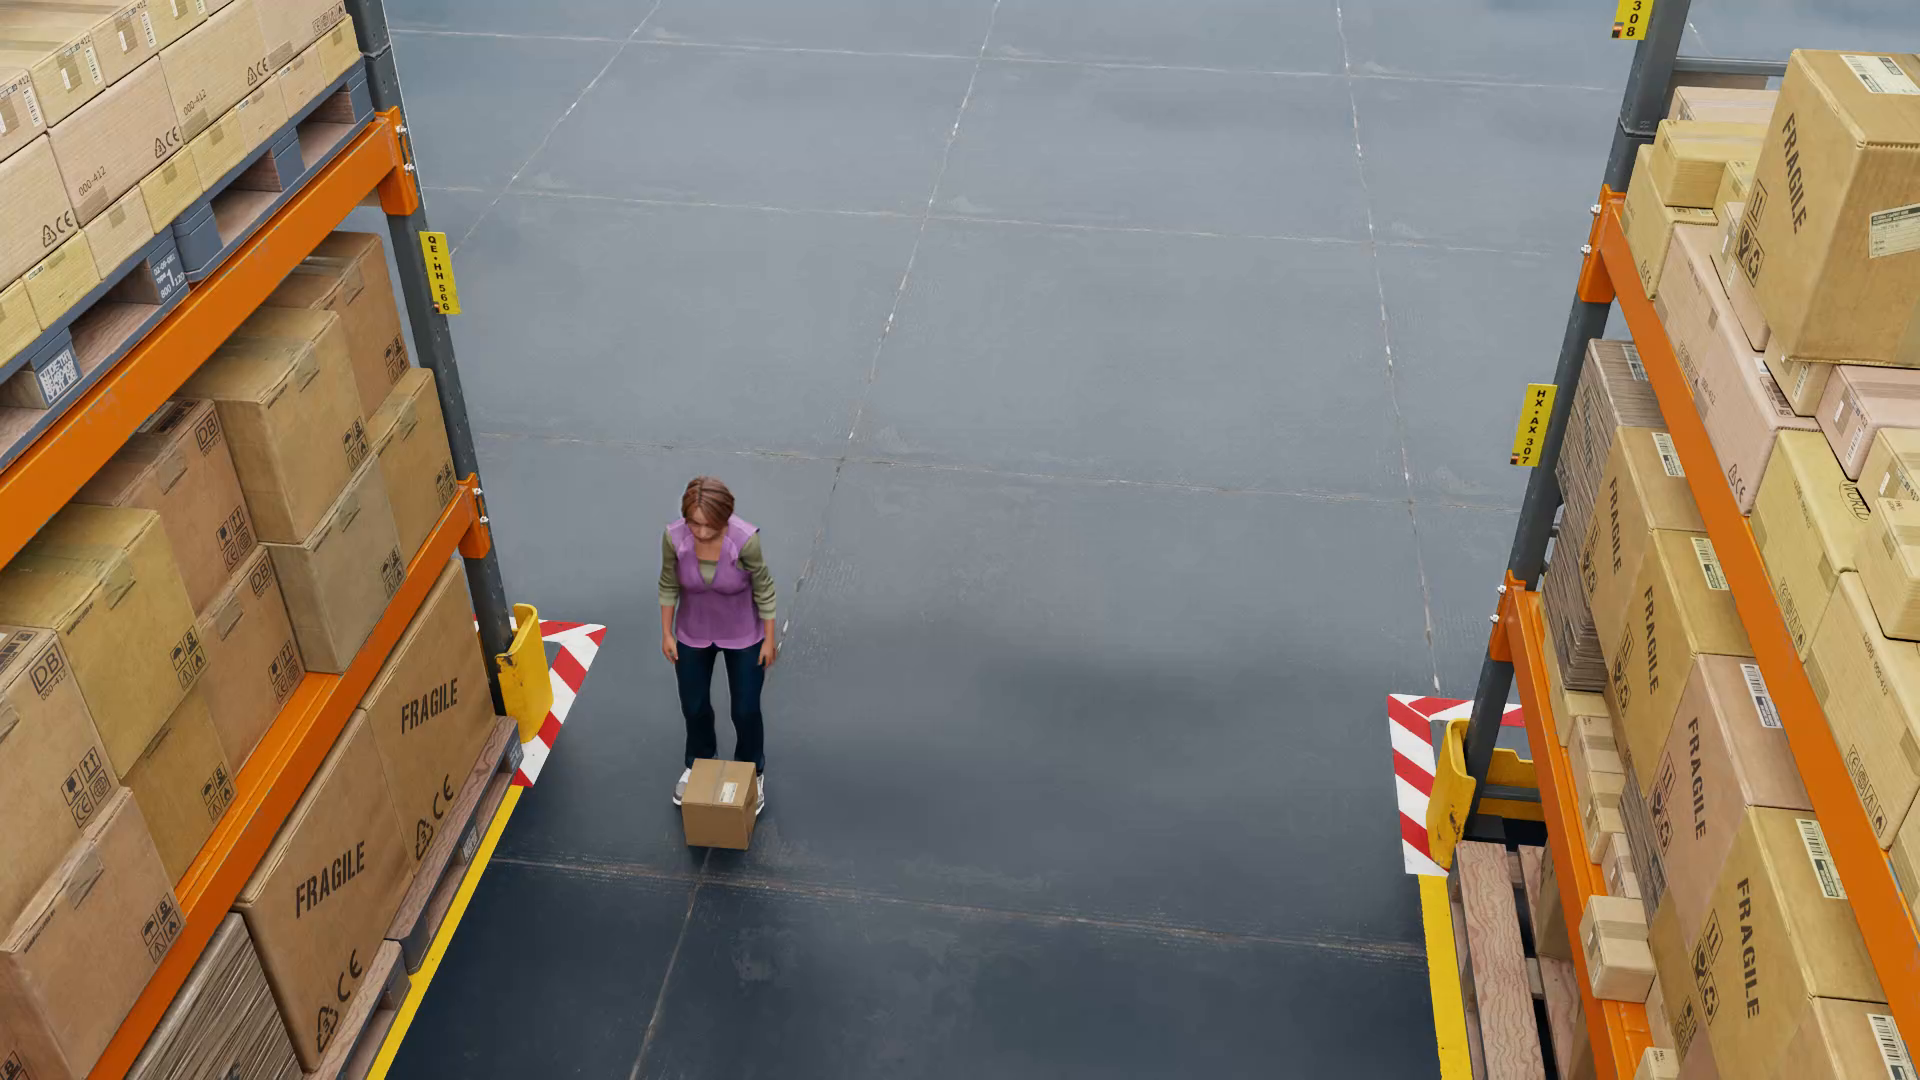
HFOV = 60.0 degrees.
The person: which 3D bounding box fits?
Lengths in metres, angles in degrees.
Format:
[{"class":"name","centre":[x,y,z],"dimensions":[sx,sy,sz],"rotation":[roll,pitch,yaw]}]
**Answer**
[{"class":"person","centre":[-0.947,0.399,6.511],"dimensions":[0.476,1.591,0.377],"rotation":[3,37,3]}]
